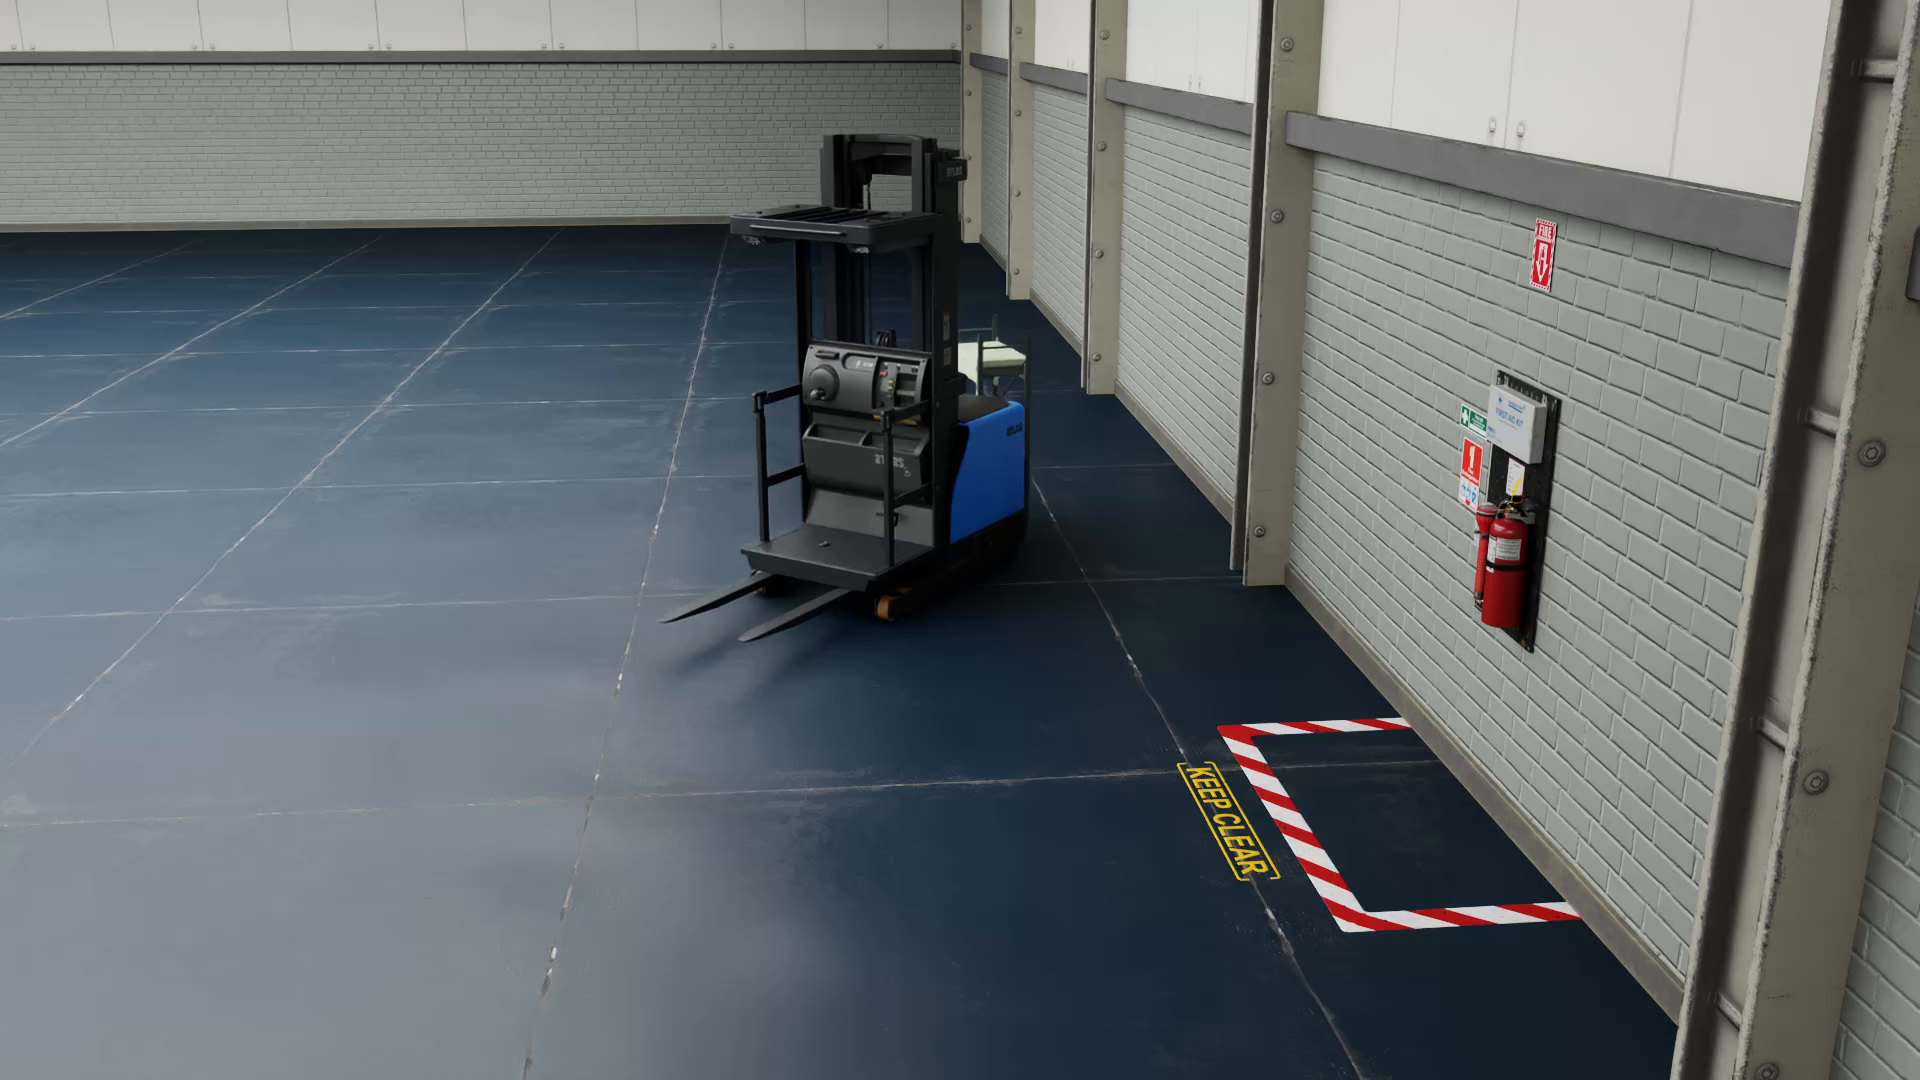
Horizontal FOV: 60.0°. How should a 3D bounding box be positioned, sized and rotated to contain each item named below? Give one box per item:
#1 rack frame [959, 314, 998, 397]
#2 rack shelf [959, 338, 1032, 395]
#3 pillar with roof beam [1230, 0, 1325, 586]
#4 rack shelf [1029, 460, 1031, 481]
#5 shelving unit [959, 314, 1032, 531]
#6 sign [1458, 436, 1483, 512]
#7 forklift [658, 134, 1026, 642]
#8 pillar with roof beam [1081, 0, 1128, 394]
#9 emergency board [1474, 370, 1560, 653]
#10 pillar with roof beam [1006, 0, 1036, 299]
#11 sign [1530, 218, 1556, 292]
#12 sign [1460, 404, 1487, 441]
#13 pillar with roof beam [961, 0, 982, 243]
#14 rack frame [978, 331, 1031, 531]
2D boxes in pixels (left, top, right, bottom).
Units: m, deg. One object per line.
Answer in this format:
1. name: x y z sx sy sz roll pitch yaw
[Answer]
1. rack frame: 0.092 -0.977 12.786 0.400 1.500 0.023 -6 18 -17
2. rack shelf: 0.206 -1.245 12.337 0.431 0.370 0.720 -6 18 -17
3. pillar with roof beam: -2.233 -3.916 9.626 9.100 9.000 0.400 -2 18 -6
4. rack shelf: 0.206 -0.562 12.552 0.431 0.370 0.720 -6 18 -17
5. shelving unit: 0.206 -0.873 12.454 0.431 1.500 0.755 -6 18 -17
6. sign: 2.497 -0.321 8.133 0.001 0.329 0.234 -2 18 -6
7. forklift: -0.728 -1.041 10.600 1.130 2.935 3.031 10 20 30
8. pillar with roof beam: -2.852 -5.703 15.320 9.100 9.000 0.400 -2 18 -6
9. emergency board: 2.451 -0.136 7.603 0.194 1.169 0.643 -2 18 -6
10. pillar with roof beam: -3.471 -7.491 21.014 9.100 9.000 0.400 -2 18 -6
11. sign: 2.549 -1.248 7.274 0.001 0.298 0.199 -2 18 -6
12. sign: 2.488 -0.572 8.048 0.001 0.109 0.331 -2 18 -6
13. pillar with roof beam: -4.089 -9.279 26.708 9.100 9.000 0.400 -2 18 -6
14. rack frame: 0.319 -0.769 12.122 0.400 1.500 0.023 -6 18 -17
